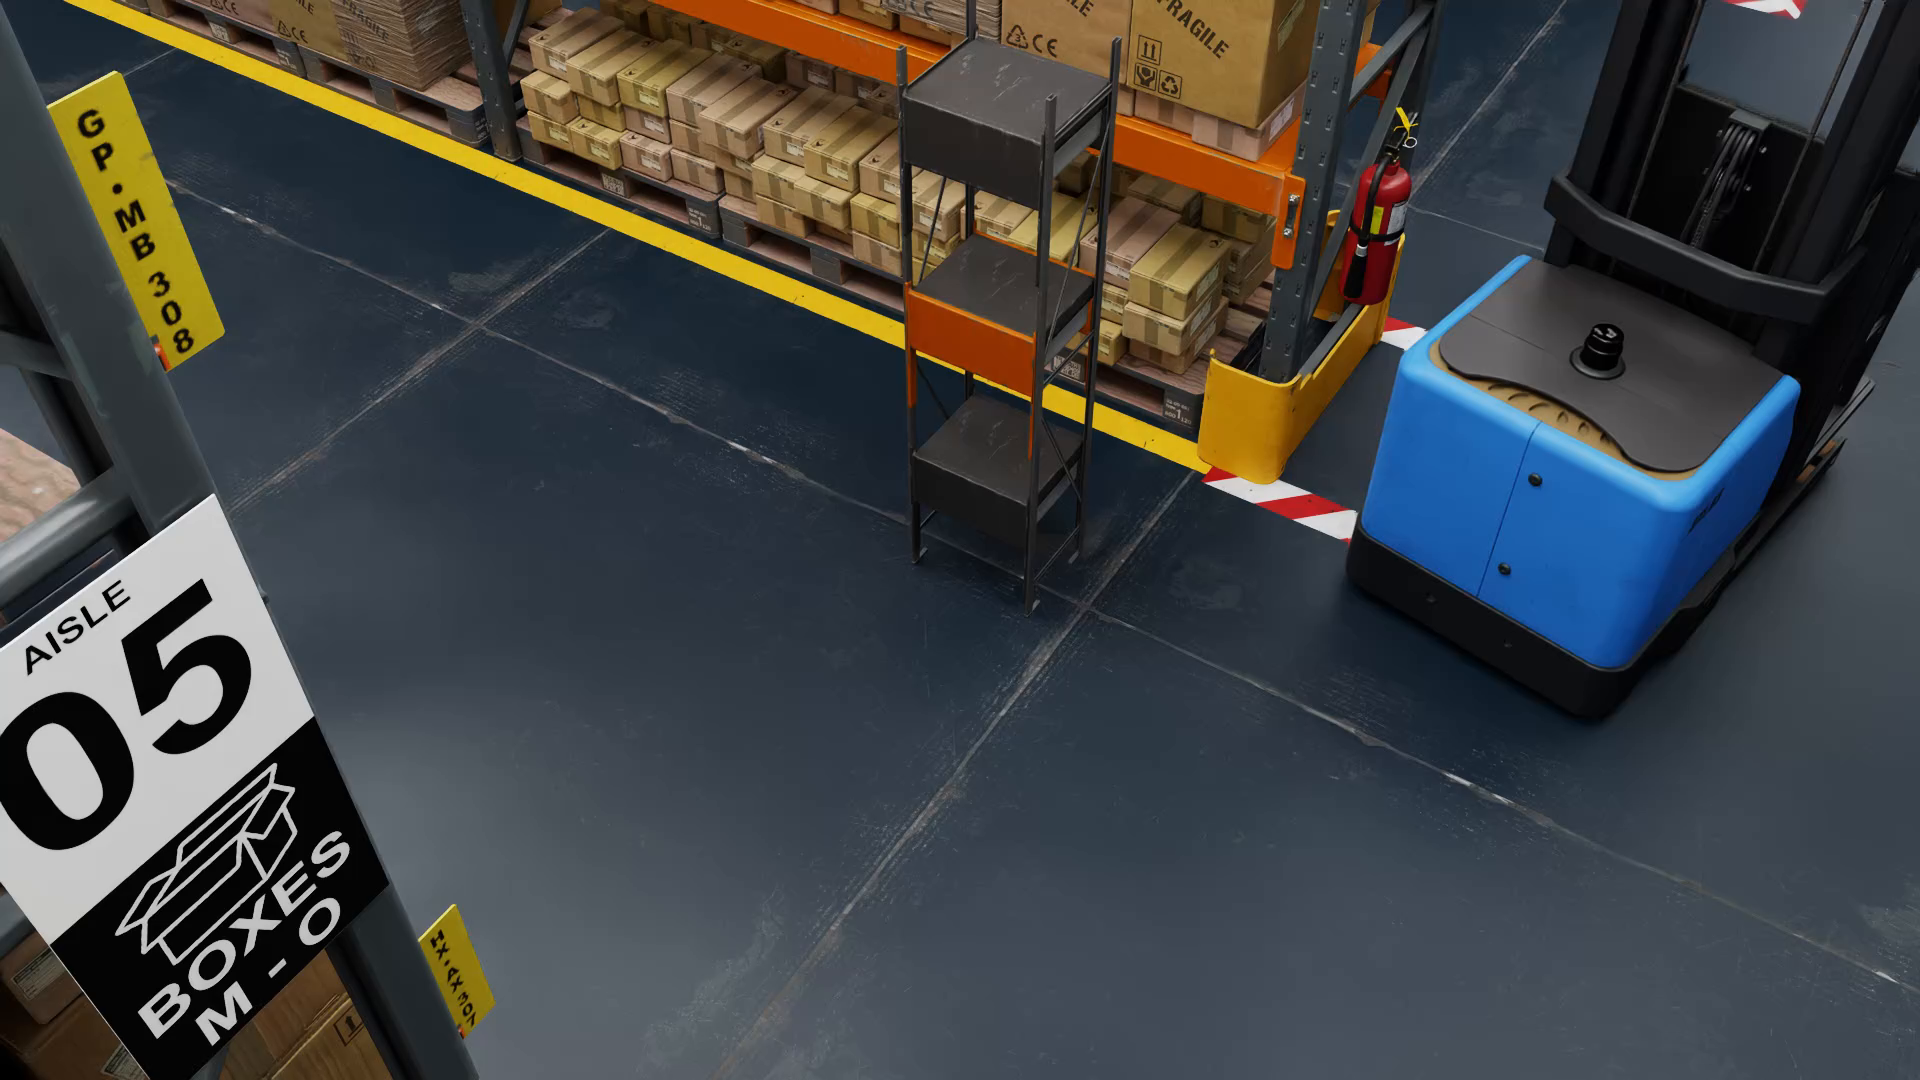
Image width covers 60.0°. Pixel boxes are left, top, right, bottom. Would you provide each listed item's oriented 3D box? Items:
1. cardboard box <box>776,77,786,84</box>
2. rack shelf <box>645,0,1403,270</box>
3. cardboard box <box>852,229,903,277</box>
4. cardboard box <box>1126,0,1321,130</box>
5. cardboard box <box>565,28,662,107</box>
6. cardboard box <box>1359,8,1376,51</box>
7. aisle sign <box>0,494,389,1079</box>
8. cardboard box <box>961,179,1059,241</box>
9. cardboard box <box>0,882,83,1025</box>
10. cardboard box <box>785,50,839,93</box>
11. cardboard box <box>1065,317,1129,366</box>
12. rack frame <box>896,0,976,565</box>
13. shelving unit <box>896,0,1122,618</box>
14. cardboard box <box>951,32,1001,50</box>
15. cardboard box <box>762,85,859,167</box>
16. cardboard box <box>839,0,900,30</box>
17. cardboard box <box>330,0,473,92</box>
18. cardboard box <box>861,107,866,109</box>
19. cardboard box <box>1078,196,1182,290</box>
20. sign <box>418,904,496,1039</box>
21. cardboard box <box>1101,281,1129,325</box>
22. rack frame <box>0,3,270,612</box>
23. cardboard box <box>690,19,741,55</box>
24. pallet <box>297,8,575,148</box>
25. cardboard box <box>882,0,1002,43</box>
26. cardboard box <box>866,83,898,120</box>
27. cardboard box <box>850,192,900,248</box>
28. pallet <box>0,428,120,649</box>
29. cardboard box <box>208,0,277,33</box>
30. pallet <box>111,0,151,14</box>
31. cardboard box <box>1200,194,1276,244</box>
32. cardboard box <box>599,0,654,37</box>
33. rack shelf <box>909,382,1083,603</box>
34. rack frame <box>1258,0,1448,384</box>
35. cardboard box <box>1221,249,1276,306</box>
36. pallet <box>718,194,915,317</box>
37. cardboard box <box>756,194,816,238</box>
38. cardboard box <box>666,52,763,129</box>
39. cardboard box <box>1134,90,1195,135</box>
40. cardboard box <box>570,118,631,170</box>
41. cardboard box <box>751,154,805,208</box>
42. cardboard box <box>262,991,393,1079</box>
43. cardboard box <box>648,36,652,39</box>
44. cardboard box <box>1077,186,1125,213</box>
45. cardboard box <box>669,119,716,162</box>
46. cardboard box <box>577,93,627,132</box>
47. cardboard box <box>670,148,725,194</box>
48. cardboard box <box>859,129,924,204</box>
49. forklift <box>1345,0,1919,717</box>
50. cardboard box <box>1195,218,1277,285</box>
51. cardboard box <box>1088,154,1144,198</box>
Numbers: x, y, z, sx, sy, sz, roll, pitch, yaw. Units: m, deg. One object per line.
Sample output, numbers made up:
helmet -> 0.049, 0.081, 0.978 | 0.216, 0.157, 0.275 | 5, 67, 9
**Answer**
cardboard box -> -0.867, -2.160, 7.745 | 0.250, 0.149, 0.380 | 25, 51, 22
rack shelf -> -0.248, -2.155, 6.754 | 4.000, 0.370, 1.077 | 25, 51, 22
cardboard box -> -0.250, -1.322, 7.138 | 0.250, 0.149, 0.380 | 26, 51, 23
cardboard box -> 0.919, -1.789, 5.619 | 0.500, 0.500, 0.500 | 26, 51, 23
cardboard box -> -1.553, -2.140, 7.518 | 0.250, 0.149, 0.380 | 27, 52, 24
cardboard box -> 1.340, -1.867, 6.148 | 0.250, 0.149, 0.380 | 24, 51, 22
aisle sign -> -0.934, 0.343, 2.013 | 0.004, 0.787, 0.394 | 25, 51, 22
cardboard box -> 0.202, -1.338, 6.739 | 0.250, 0.149, 0.380 | 23, 50, 21
cardboard box -> -1.301, 0.482, 2.471 | 0.250, 0.149, 0.380 | 26, 51, 23
cardboard box -> -0.587, -2.196, 7.573 | 0.250, 0.149, 0.380 | 22, 50, 20
cardboard box -> 0.609, -0.901, 6.729 | 0.250, 0.149, 0.380 | 26, 51, 23
rack frame -> -0.066, -0.762, 5.526 | 0.015, 2.100, 0.400 | 25, 51, 22
shelving unit -> 0.139, -0.668, 5.435 | 0.503, 2.100, 0.431 | 25, 51, 22
cardboard box -> 0.167, -1.911, 6.191 | 0.250, 0.149, 0.380 | 23, 50, 20
cardboard box -> -0.638, -1.781, 7.169 | 0.250, 0.149, 0.380 | 23, 50, 21
cardboard box -> -0.260, -2.144, 6.417 | 0.250, 0.149, 0.380 | 26, 51, 23
cardboard box -> -2.690, -2.590, 8.125 | 0.500, 0.500, 0.500 | 24, 50, 21
cardboard box -> -0.427, -1.957, 7.548 | 0.250, 0.149, 0.380 | 22, 50, 20
cardboard box -> 0.673, -1.176, 6.581 | 0.250, 0.149, 0.380 | 26, 51, 23
sign -> -0.847, 0.734, 2.787 | 0.005, 0.325, 0.100 | 25, 51, 22
cardboard box -> 0.646, -1.054, 6.670 | 0.250, 0.149, 0.380 | 24, 50, 21
rack frame -> -1.152, -0.695, 0.651 | 0.127, 3.000, 1.000 | 25, 51, 22
cardboard box -> -1.041, -2.393, 7.764 | 0.250, 0.149, 0.380 | 24, 51, 22
pallet -> -2.587, -2.509, 8.541 | 1.213, 0.211, 1.003 | 25, 51, 22
cardboard box -> 0.056, -2.182, 6.001 | 0.500, 0.500, 0.500 | 25, 51, 22
cardboard box -> -0.204, -1.937, 7.321 | 0.250, 0.149, 0.380 | 25, 51, 22
cardboard box -> -0.250, -1.423, 7.029 | 0.250, 0.149, 0.380 | 27, 52, 24
pallet -> -1.782, 0.100, 2.031 | 1.213, 0.211, 1.003 | 25, 51, 22
cardboard box -> -3.551, -2.990, 8.514 | 0.500, 0.500, 0.500 | 24, 50, 21
pallet -> -4.641, -3.454, 9.459 | 1.213, 0.211, 1.003 | 25, 51, 22
cardboard box -> 1.178, -1.400, 6.799 | 0.250, 0.149, 0.380 | 23, 50, 20
cardboard box -> -1.491, -2.560, 7.926 | 0.250, 0.149, 0.380 | 26, 51, 23
rack shelf -> 0.139, -0.170, 5.946 | 0.480, 0.518, 0.431 | 25, 51, 22
rack frame -> 1.436, -1.632, 5.744 | 0.127, 3.000, 1.000 | 25, 51, 22
cardboard box -> 1.168, -1.181, 7.001 | 0.250, 0.149, 0.380 | 26, 51, 23
pallet -> -0.316, -1.498, 7.558 | 1.213, 0.211, 1.003 | 25, 51, 22
cardboard box -> -0.684, -1.520, 7.331 | 0.250, 0.149, 0.380 | 23, 50, 21
cardboard box -> -1.082, -1.984, 7.367 | 0.250, 0.149, 0.380 | 23, 50, 21
cardboard box -> 0.820, -1.619, 5.906 | 0.250, 0.149, 0.380 | 25, 51, 22
cardboard box -> -1.574, -1.895, 7.695 | 0.250, 0.149, 0.380 | 26, 51, 23
cardboard box -> -0.690, -1.624, 7.224 | 0.250, 0.149, 0.380 | 24, 51, 22
cardboard box -> -1.401, 1.002, 3.115 | 0.500, 0.500, 0.500 | 24, 51, 22
cardboard box -> -1.494, -2.507, 8.082 | 0.250, 0.149, 0.380 | 26, 51, 23
cardboard box -> 0.679, -1.427, 7.033 | 0.250, 0.149, 0.380 | 25, 51, 23
cardboard box -> -1.087, -1.881, 7.474 | 0.250, 0.149, 0.380 | 22, 50, 20
cardboard box -> -1.537, -2.059, 7.647 | 0.250, 0.149, 0.380 | 25, 51, 22
cardboard box -> -1.096, -1.762, 7.566 | 0.250, 0.149, 0.380 | 24, 50, 21
cardboard box -> -0.216, -1.577, 6.971 | 0.250, 0.149, 0.380 | 23, 50, 21
forklift -> 2.777, -1.393, 5.560 | 1.130, 2.935, 3.031 | 34, 55, 28
cardboard box -> 1.133, -1.246, 6.857 | 0.250, 0.149, 0.380 | 27, 52, 24
cardboard box -> 0.738, -1.609, 7.002 | 0.250, 0.149, 0.380 | 25, 51, 22
